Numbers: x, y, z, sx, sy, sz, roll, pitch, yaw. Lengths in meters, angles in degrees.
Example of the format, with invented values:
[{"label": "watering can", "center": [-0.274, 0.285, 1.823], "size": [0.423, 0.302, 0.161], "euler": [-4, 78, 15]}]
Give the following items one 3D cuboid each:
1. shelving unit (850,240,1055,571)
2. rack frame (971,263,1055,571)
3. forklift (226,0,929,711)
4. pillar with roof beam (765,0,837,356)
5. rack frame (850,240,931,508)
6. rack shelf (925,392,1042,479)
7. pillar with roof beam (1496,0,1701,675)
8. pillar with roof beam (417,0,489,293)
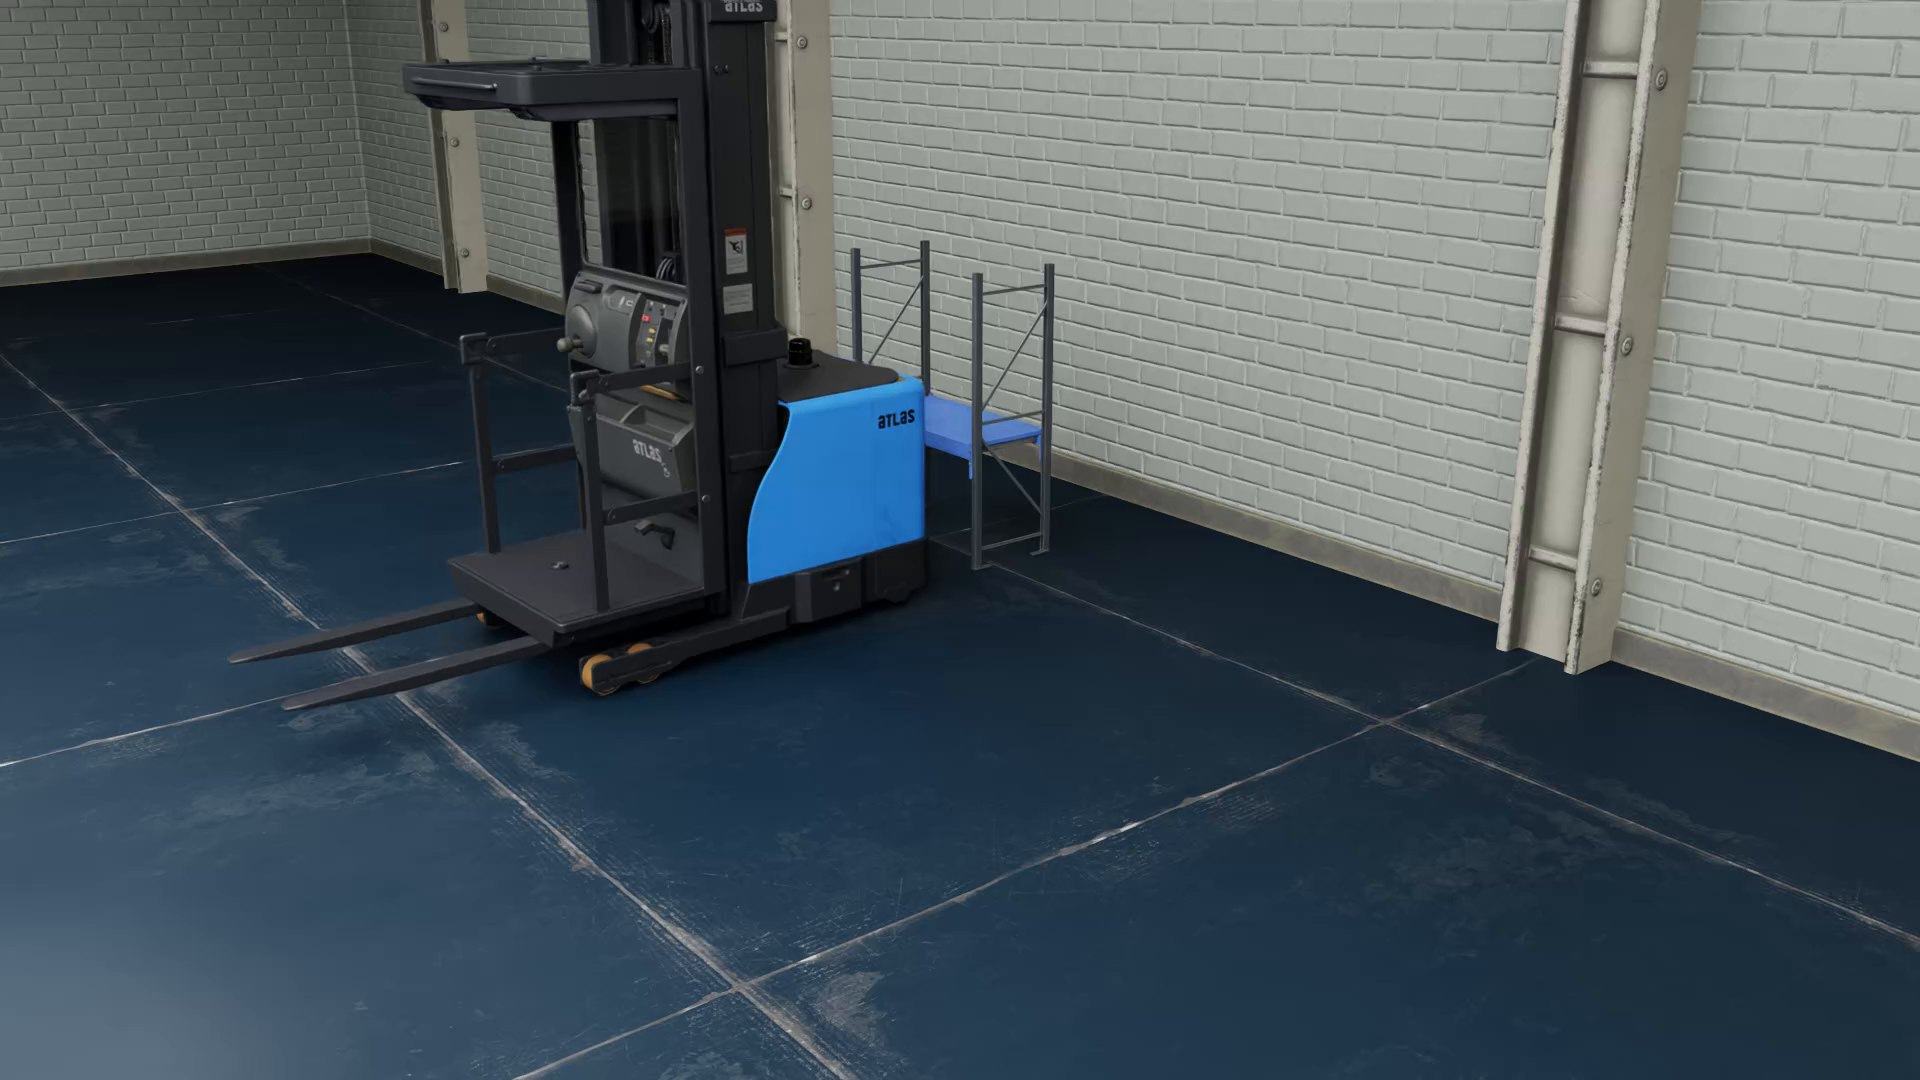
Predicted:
[{"label": "shelving unit", "center": [-0.053, -0.733, 8.690], "size": [0.538, 1.500, 1.048], "euler": [-14, 23, -36]}, {"label": "rack frame", "center": [0.263, -0.608, 8.312], "size": [0.500, 1.500, 0.032], "euler": [-14, 23, -36]}, {"label": "forklift", "center": [-1.597, -0.932, 7.015], "size": [3.031, 2.935, 1.130], "euler": [-15, 24, -38]}, {"label": "pillar with roof beam", "center": [-4.472, -4.411, 7.867], "size": [9.100, 9.000, 0.400], "euler": [-14, 23, -36]}, {"label": "rack frame", "center": [-0.369, -0.858, 9.068], "size": [0.500, 1.500, 0.032], "euler": [-14, 23, -36]}, {"label": "rack shelf", "center": [-0.053, -0.562, 8.747], "size": [0.538, 0.185, 1.000], "euler": [-14, 23, -36]}, {"label": "pillar with roof beam", "center": [-0.746, -2.932, 3.402], "size": [9.100, 9.000, 0.400], "euler": [-14, 23, -36]}, {"label": "pillar with roof beam", "center": [-8.197, -5.889, 12.332], "size": [9.100, 9.000, 0.400], "euler": [-14, 23, -36]}]
